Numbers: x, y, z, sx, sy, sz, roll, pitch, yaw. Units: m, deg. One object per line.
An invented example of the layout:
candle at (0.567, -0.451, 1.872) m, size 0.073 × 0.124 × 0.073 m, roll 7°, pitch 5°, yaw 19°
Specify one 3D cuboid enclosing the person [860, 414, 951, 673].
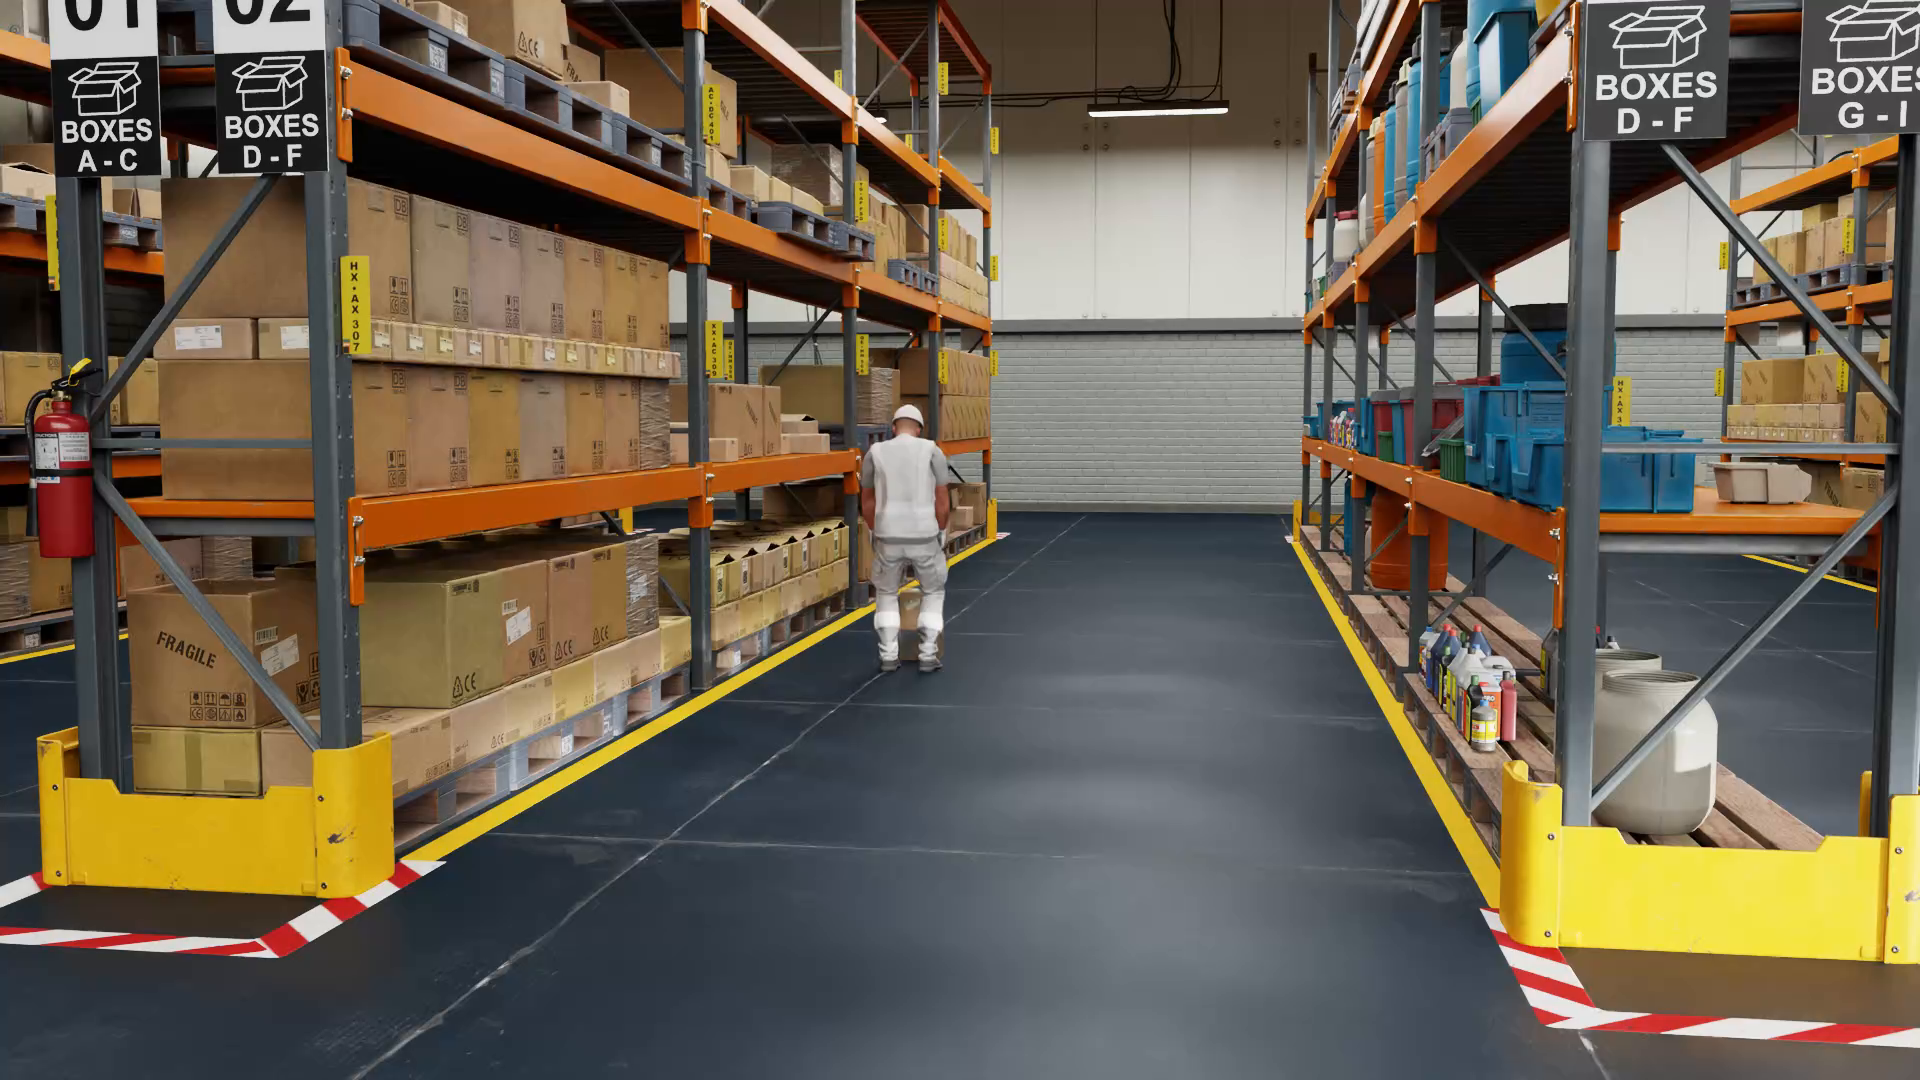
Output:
person at (-0.349, 0.013, 10.472) m, size 0.572 × 1.604 × 0.625 m, roll 1°, pitch 4°, yaw 9°
